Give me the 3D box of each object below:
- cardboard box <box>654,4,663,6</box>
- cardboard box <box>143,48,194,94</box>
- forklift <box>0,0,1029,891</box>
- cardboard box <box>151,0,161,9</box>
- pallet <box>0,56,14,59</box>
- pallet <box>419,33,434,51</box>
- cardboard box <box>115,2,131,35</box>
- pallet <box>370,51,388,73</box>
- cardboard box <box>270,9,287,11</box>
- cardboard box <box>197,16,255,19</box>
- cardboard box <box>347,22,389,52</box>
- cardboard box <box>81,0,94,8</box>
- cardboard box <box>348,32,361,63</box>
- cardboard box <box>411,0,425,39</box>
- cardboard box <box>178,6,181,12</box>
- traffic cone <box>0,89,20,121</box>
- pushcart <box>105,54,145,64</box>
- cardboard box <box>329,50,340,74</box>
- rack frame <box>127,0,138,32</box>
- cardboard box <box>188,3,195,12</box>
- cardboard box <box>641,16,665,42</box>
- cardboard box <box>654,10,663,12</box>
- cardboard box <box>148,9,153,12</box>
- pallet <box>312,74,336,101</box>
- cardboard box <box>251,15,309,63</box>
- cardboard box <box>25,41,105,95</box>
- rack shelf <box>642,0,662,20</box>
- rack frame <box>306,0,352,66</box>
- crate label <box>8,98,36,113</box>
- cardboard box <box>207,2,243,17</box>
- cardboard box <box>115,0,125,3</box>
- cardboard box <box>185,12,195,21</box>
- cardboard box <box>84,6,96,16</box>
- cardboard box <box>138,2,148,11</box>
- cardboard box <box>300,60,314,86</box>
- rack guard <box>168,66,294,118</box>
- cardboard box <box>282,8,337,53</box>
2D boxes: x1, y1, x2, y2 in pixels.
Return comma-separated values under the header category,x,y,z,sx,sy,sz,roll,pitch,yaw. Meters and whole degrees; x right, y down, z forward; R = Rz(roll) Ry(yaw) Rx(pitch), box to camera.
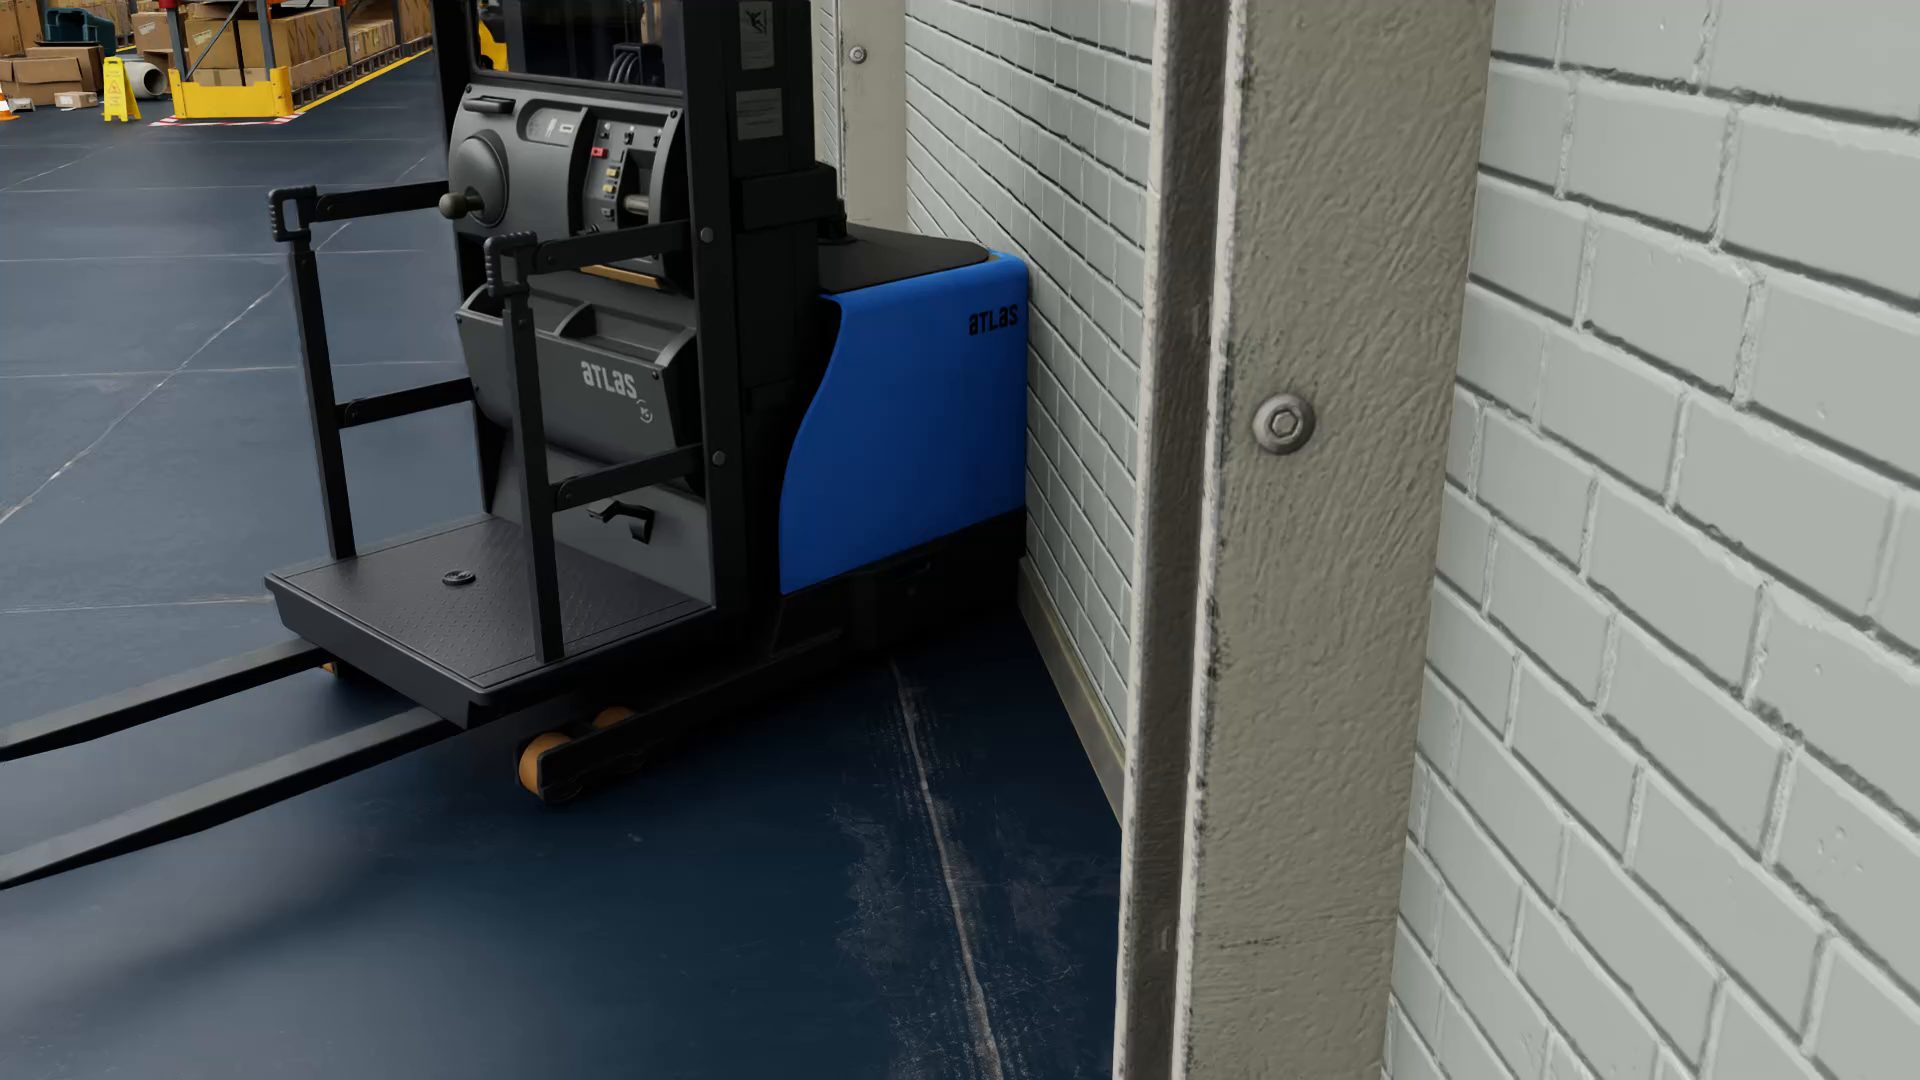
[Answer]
category,x,y,z,sx,sy,sz,roll,pitch,yaw
cardboard box,-3.762,-6.818,21.583,0.500,0.250,0.500,-3,21,-9
cardboard box,-9.624,-5.763,20.427,0.500,0.500,0.500,12,24,29
forklift,-1.151,-0.940,4.045,1.130,2.935,3.031,18,27,40
cardboard box,-14.396,-9.492,29.467,0.380,0.149,0.250,-2,21,-7
pallet,-13.681,-6.468,22.732,1.003,0.211,1.213,-3,21,-8
pallet,-9.221,-8.149,27.233,1.003,0.211,1.213,-3,21,-8
cardboard box,-14.113,-8.640,27.533,0.500,0.500,0.500,-3,21,-9
pallet,-8.725,-6.759,23.510,1.003,0.211,1.213,-3,21,-8
cardboard box,-8.526,-6.229,20.366,0.500,0.500,0.500,-2,21,-6
cardboard box,-8.308,-5.692,18.927,0.500,0.500,0.500,-2,21,-6
cardboard box,-8.823,-7.272,24.054,0.950,0.372,0.625,-3,21,-9
cardboard box,-13.884,-8.448,25.948,0.500,0.250,0.500,-3,21,-7
cardboard box,-8.510,-6.519,22.040,0.950,0.372,0.625,-3,21,-7
cardboard box,-9.151,-8.511,26.653,0.875,0.875,0.875,-3,21,-7
cardboard box,-14.523,-9.716,30.492,0.380,0.149,0.250,-3,21,-7
traffic cone,-10.244,-4.709,17.663,0.336,0.463,0.334,-3,21,-8
pushcart,-10.681,-6.011,21.272,1.648,0.377,0.936,-11,23,-26
cardboard box,-7.995,-5.906,20.571,0.500,0.250,0.500,-3,21,-9
rack frame,-14.469,-9.857,27.821,1.000,3.000,0.127,-3,21,-8
cardboard box,-14.687,-10.074,31.452,0.380,0.149,0.250,-3,21,-9
cardboard box,-3.319,-5.760,18.750,0.500,0.250,0.500,-2,21,-6
cardboard box,-3.547,-6.286,20.160,0.500,0.250,0.500,-3,21,-9
cardboard box,-14.437,-9.259,29.268,0.380,0.149,0.250,-4,21,-11
pallet,-8.121,-5.412,19.904,1.003,0.211,1.213,-3,21,-8
cardboard box,-7.782,-5.729,19.027,0.500,0.500,0.500,-4,21,-10
cardboard box,-10.757,-5.685,20.025,0.797,0.637,0.503,-3,21,-8
rack shelf,-3.233,-6.594,20.113,1.077,0.370,4.000,-3,21,-8
rack frame,-8.432,-7.372,21.167,1.000,3.000,0.127,-3,21,-8
crate label,-10.418,-4.825,18.440,0.250,0.136,0.298,-15,25,-35
cardboard box,-8.382,-6.026,18.894,0.380,0.149,0.250,-3,21,-7
cardboard box,-14.112,-8.989,27.398,0.500,0.250,0.500,-3,21,-9
cardboard box,-14.626,-9.848,31.270,0.380,0.149,0.250,-2,21,-6
cardboard box,-13.897,-8.107,26.108,0.500,0.500,0.500,-3,21,-9
cardboard box,-14.295,-9.225,28.753,0.380,0.149,0.250,-2,21,-5
cardboard box,-7.765,-5.366,19.126,0.500,0.250,0.500,-2,21,-6
rack guard,-7.867,-4.843,17.967,1.175,0.500,0.348,-3,21,-8
cardboard box,-8.006,-6.265,20.460,0.500,0.500,0.500,-3,21,-7
